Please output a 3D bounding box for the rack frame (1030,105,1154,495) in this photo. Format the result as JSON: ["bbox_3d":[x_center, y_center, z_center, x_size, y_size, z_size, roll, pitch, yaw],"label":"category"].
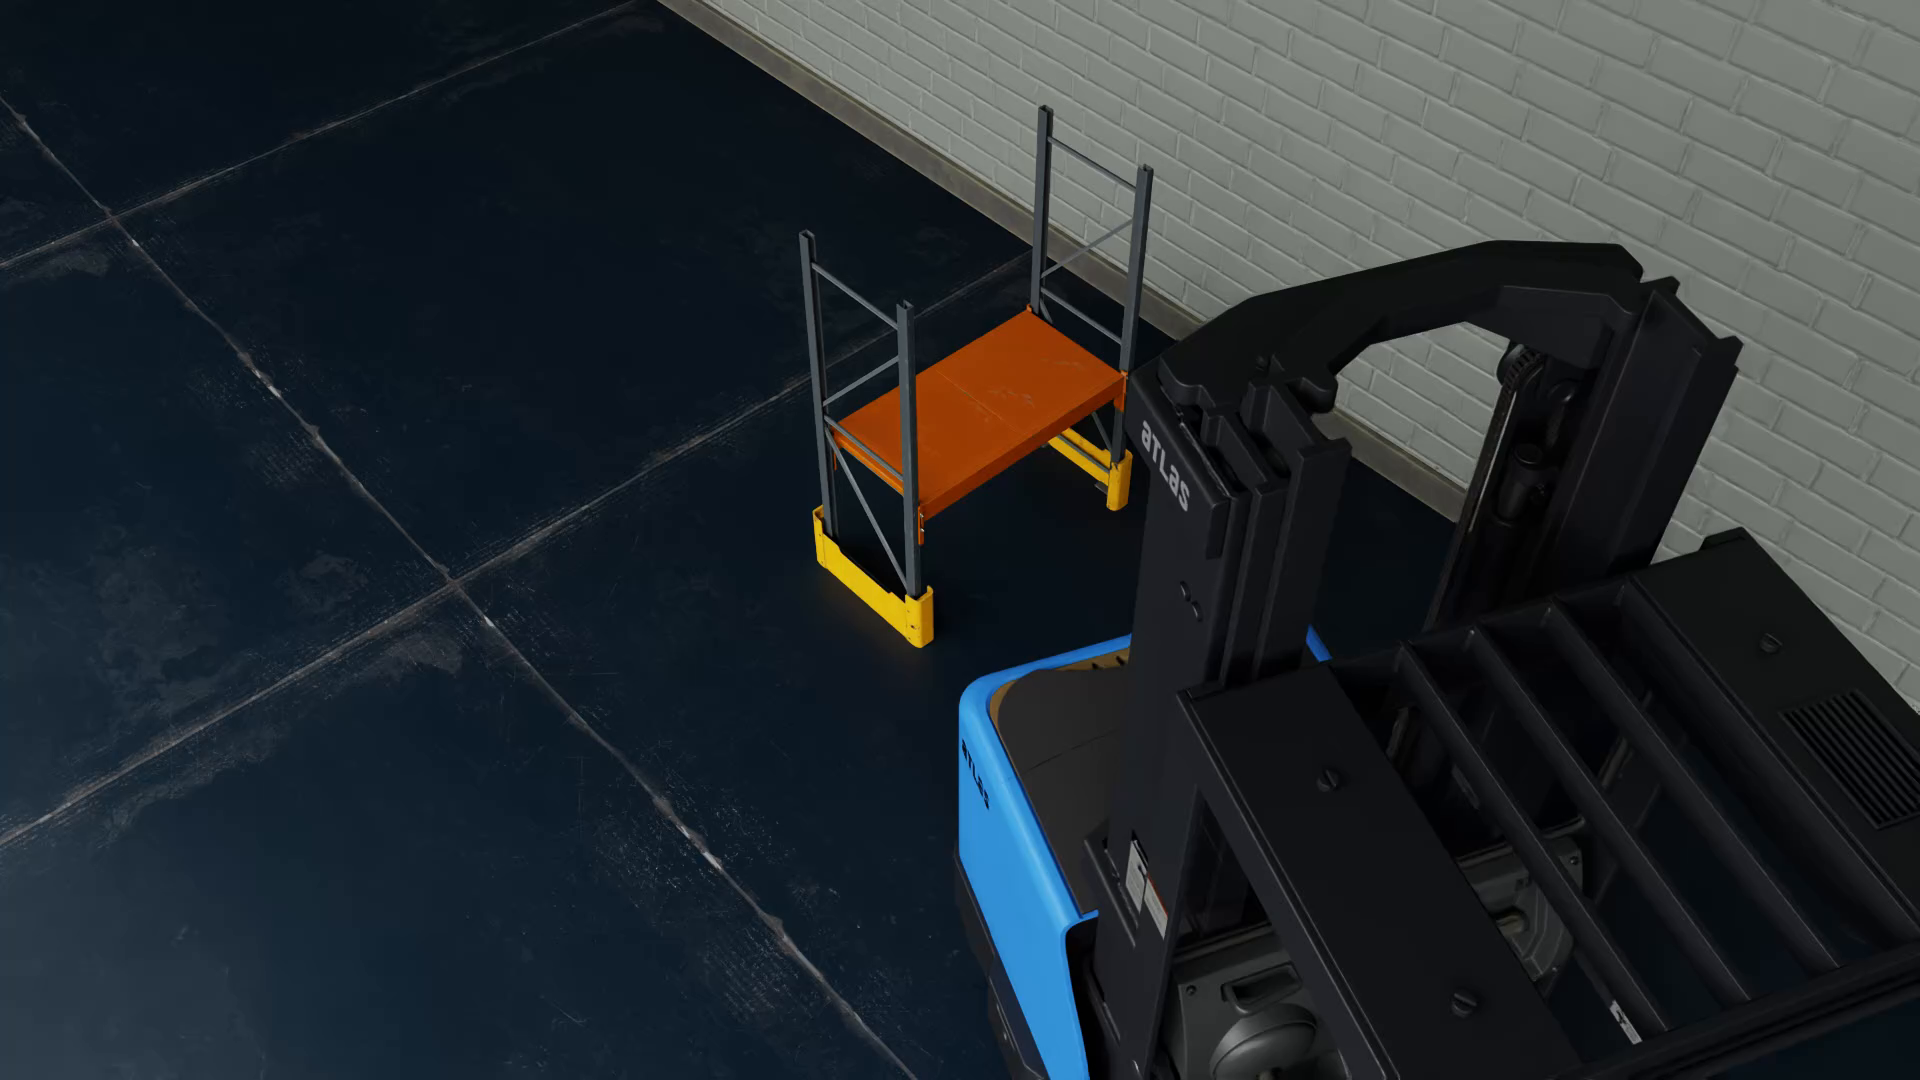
[{"bbox_3d":[0.439,-0.802,5.970,0.032,1.500,0.500,-34,56,-27],"label":"rack frame"}]

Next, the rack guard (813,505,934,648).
[{"bbox_3d":[-0.312,0.124,5.966,0.087,0.250,0.587,-34,56,-27],"label":"rack guard"}]

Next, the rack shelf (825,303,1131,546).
[{"bbox_3d":[0.063,-0.429,5.870,1.000,0.185,0.538,-34,56,-27],"label":"rack shelf"}]

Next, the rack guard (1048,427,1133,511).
[{"bbox_3d":[0.425,-0.369,6.420,0.087,0.250,0.587,-34,56,-27],"label":"rack guard"}]

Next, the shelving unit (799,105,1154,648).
[{"bbox_3d":[0.056,-0.546,5.734,1.083,1.500,0.587,-34,56,-27],"label":"shelving unit"}]

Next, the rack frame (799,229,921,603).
[{"bbox_3d":[-0.313,-0.299,5.506,0.032,1.500,0.500,-34,56,-27],"label":"rack frame"}]

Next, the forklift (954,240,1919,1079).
[{"bbox_3d":[0.953,1.017,3.317,1.130,2.935,3.031,-15,49,-13],"label":"forklift"}]
